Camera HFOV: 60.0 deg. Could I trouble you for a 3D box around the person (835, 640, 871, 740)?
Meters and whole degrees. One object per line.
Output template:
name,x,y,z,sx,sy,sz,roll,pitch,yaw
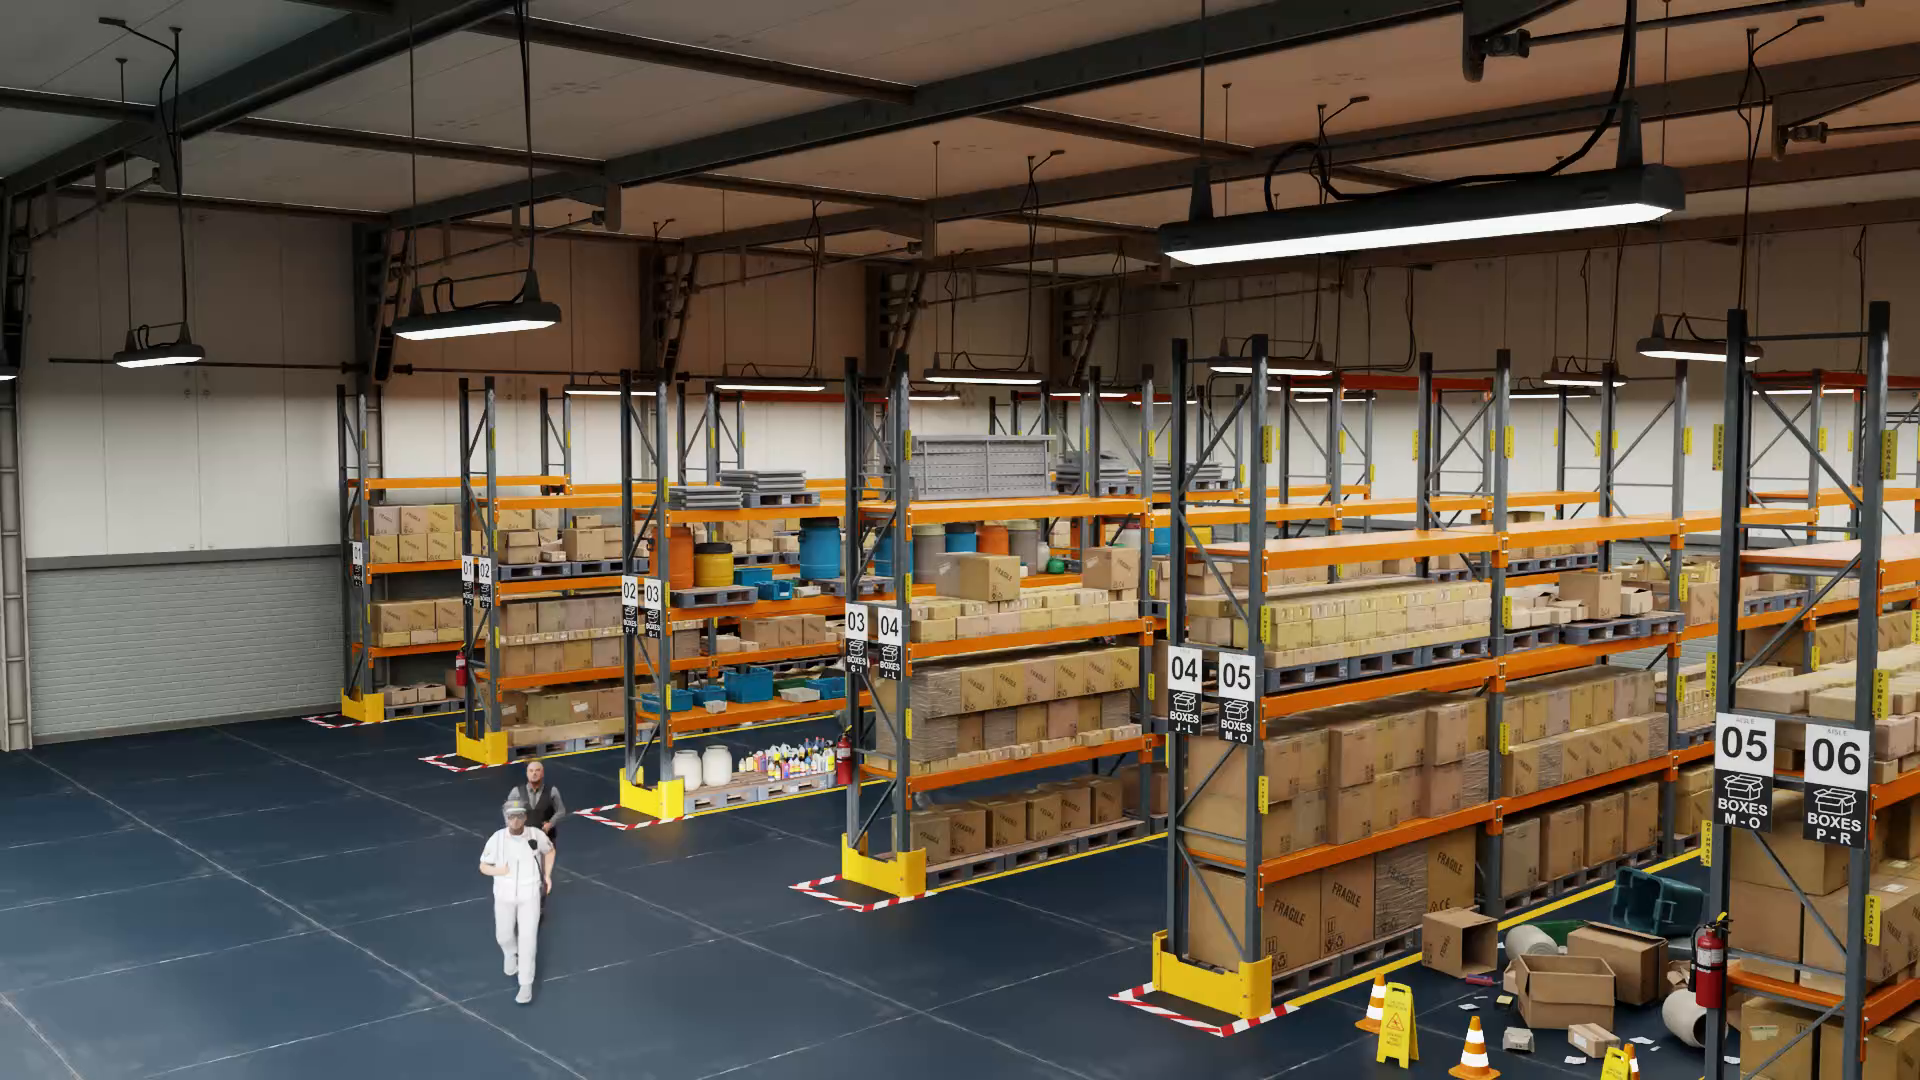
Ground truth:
person,-1.786,2.510,27.012,0.866,1.765,0.715,-3,5,-34

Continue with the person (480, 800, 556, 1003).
person,-4.068,3.254,15.307,0.667,1.760,0.983,-1,4,-11

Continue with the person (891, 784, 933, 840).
person,-0.587,2.894,21.125,0.731,1.831,0.639,-4,5,-43

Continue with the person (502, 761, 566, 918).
person,-4.473,3.179,17.489,0.656,1.684,0.578,-1,4,-14
